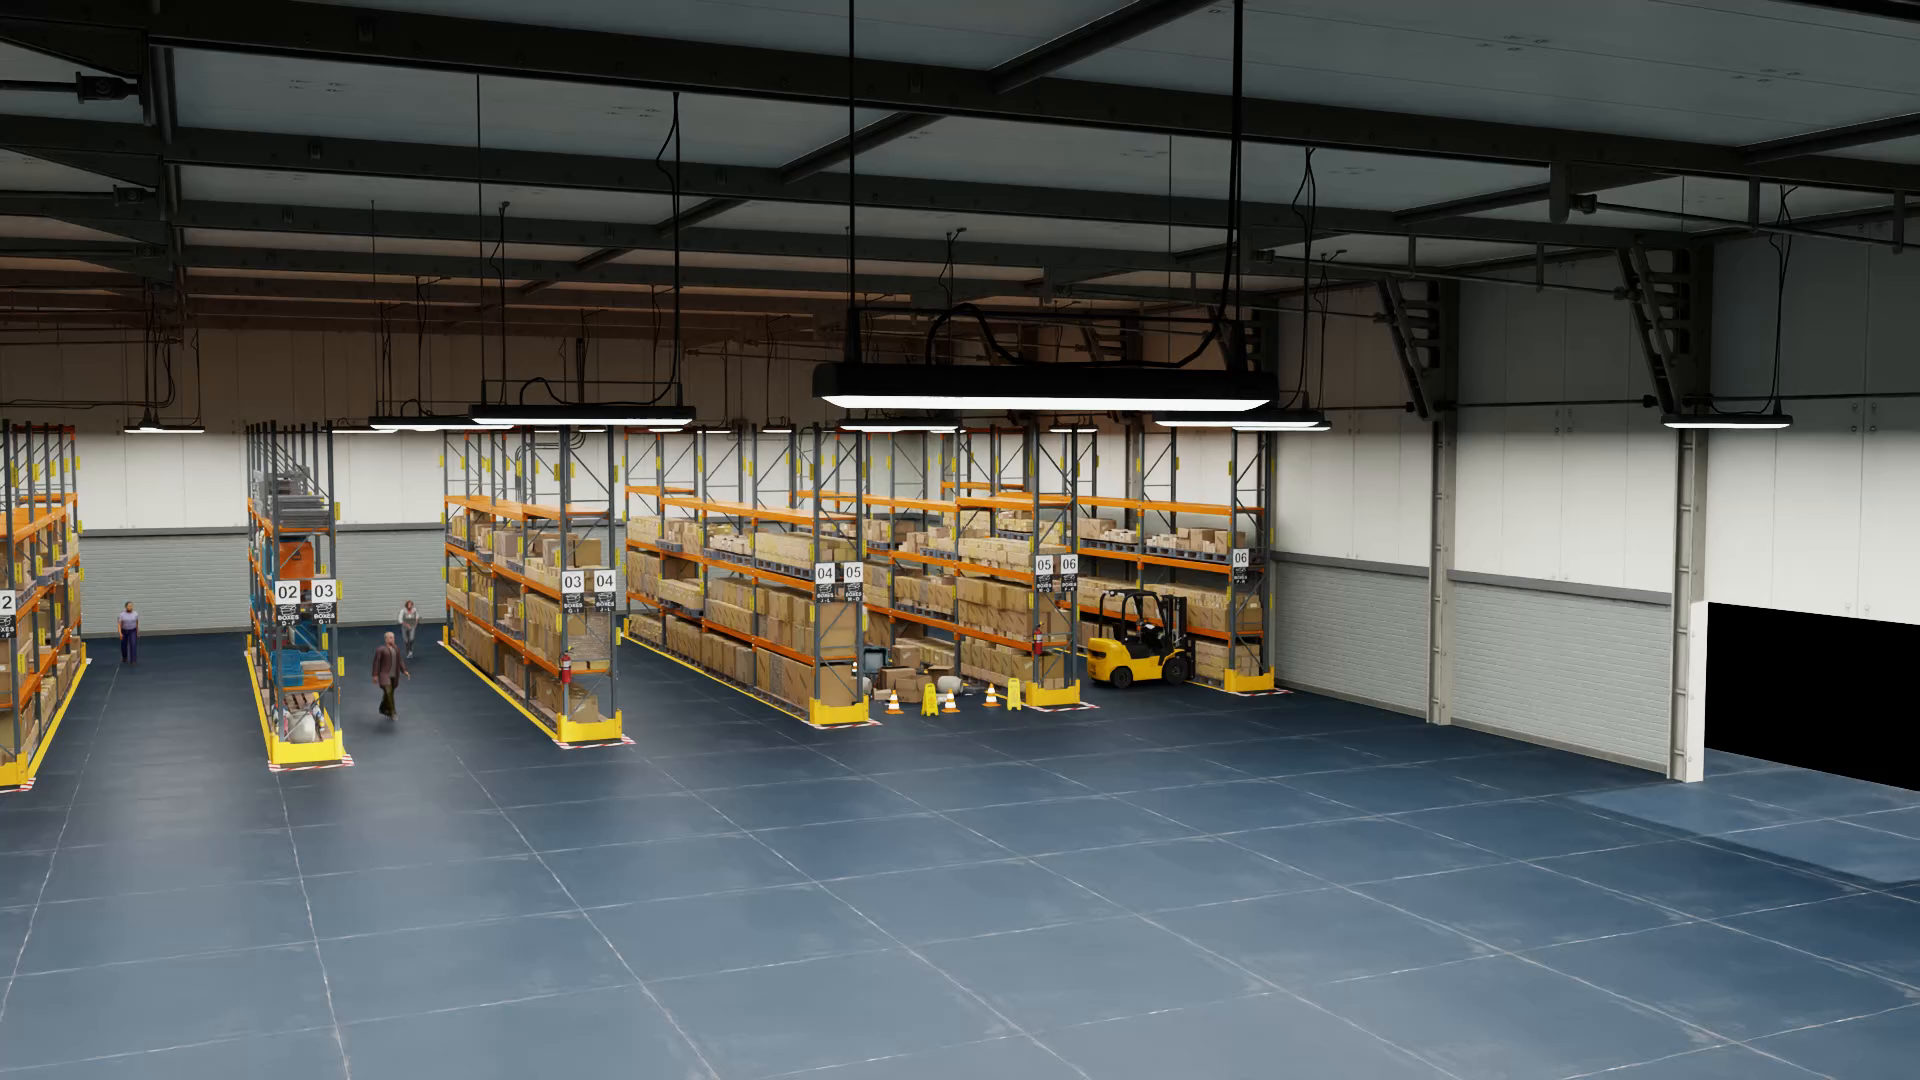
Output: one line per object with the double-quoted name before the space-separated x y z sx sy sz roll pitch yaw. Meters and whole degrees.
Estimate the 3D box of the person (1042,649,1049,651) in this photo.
"person" 1.974 2.432 39.602 0.485 1.745 0.580 -2 4 -28

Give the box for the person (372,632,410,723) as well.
"person" -11.488 2.841 33.558 1.034 1.563 0.703 3 5 41

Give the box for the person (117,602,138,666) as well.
"person" -20.722 2.320 41.416 0.456 1.587 1.043 -2 4 -25

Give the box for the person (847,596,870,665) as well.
"person" -2.550 2.239 41.645 0.583 1.802 0.437 -2 4 -26

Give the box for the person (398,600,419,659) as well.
"person" -14.128 2.284 42.622 0.489 1.514 0.782 -1 4 -15
